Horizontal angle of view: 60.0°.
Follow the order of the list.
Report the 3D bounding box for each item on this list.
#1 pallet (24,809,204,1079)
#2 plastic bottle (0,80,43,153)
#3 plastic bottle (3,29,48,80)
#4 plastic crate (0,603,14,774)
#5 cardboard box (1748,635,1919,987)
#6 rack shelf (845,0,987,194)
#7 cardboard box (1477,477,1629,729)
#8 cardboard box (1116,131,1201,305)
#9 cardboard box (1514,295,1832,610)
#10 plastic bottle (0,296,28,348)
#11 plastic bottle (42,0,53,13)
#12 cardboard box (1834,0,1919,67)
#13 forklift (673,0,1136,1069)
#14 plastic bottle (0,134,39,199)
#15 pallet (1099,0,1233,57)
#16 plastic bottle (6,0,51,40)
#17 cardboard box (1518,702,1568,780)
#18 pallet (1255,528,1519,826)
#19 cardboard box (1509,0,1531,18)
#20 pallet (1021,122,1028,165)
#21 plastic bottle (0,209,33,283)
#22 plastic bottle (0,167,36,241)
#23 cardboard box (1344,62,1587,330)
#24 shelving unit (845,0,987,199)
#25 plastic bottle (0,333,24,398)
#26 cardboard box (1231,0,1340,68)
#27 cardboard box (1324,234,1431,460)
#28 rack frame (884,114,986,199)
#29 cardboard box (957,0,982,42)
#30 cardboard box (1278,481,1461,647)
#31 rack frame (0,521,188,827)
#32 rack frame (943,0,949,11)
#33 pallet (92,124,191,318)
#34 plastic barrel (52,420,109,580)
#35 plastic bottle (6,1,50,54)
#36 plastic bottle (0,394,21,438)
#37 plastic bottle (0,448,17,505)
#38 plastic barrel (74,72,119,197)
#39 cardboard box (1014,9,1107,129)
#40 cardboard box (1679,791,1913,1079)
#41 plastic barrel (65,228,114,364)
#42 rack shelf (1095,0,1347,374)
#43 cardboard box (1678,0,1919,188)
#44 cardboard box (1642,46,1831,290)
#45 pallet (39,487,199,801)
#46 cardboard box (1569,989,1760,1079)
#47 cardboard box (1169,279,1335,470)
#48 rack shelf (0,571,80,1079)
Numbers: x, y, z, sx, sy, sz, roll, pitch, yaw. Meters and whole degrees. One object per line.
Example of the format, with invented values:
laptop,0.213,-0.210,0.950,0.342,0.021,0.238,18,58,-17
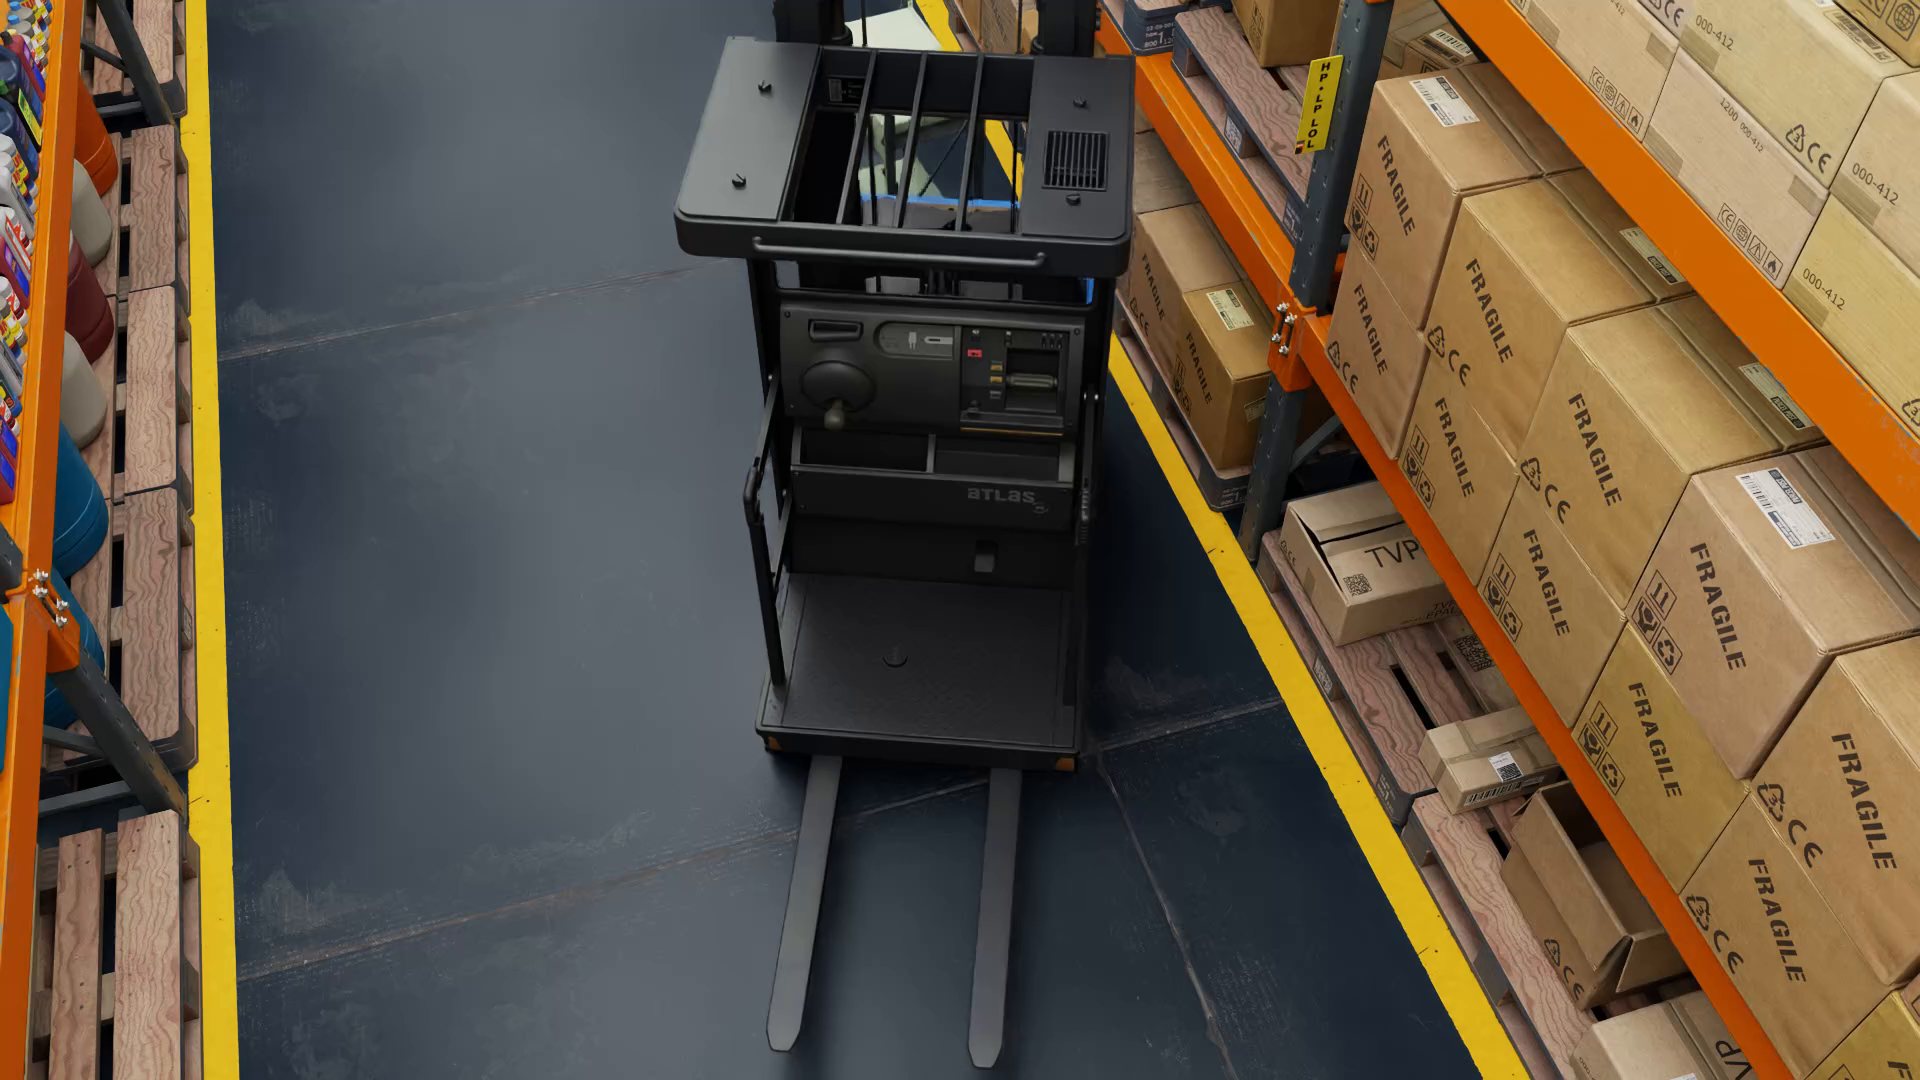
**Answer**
pallet,-2.894,1.511,5.128,1.003,0.211,1.213,-13,51,-11
plastic bottle,-3.372,-1.534,5.947,0.061,0.283,0.133,-13,51,-11
plastic bottle,-3.518,-1.820,6.242,0.097,0.201,0.097,0,50,0
plastic crate,-2.685,0.333,4.268,0.392,0.384,0.575,-13,51,-11
cardboard box,2.065,0.524,3.416,0.500,0.500,0.500,-12,51,-10
rack shelf,-0.237,-1.723,6.501,0.431,0.370,0.720,-19,52,-15
cardboard box,1.775,0.107,4.422,0.500,0.500,0.500,-14,51,-11
cardboard box,0.879,-1.394,7.101,0.500,0.500,0.500,-13,51,-11
cardboard box,1.759,-0.228,4.051,0.500,0.500,0.500,-15,51,-12
plastic bottle,-3.067,-0.706,5.303,0.097,0.201,0.097,0,50,0
plastic bottle,-3.662,-2.198,6.515,0.097,0.271,0.097,0,50,0
cardboard box,1.931,-1.247,2.948,0.700,0.500,0.500,-13,51,-11
forklift,-0.104,-0.410,4.968,1.130,2.935,3.031,4,50,3
plastic bottle,-3.301,-1.307,5.763,0.097,0.271,0.097,0,50,0
pallet,0.981,-2.474,6.789,1.003,0.211,1.213,-13,51,-11
plastic bottle,-3.604,-2.056,6.395,0.097,0.271,0.097,0,50,0
cardboard box,2.246,0.591,5.550,0.500,0.311,0.500,-13,51,-11
pallet,1.787,0.367,6.092,1.003,0.211,1.213,-13,51,-11
cardboard box,1.492,-1.541,4.013,0.500,0.250,0.500,-13,51,-11
pallet,0.943,-1.613,7.761,1.003,0.211,1.213,-13,51,-11
plastic bottle,-3.195,-0.977,5.482,0.152,0.276,0.135,-13,51,-11
plastic bottle,-3.264,-1.146,5.625,0.152,0.276,0.135,-13,51,-11
cardboard box,1.455,-0.980,4.685,0.500,0.500,0.500,-12,51,-10
shelving unit,-0.237,-1.472,6.799,0.431,1.500,0.755,-19,52,-15
plastic bottle,-3.030,-0.568,5.138,0.152,0.276,0.135,-13,51,-11
cardboard box,1.394,-2.086,5.996,0.700,0.500,0.500,-6,50,-5
cardboard box,1.475,-0.632,5.045,0.500,0.500,0.500,-12,51,-10
rack frame,-0.090,-1.215,6.583,0.400,1.500,0.023,-19,52,-15
cardboard box,0.263,-2.894,8.365,0.500,0.500,0.500,-11,51,-9
cardboard box,1.502,0.047,6.009,0.500,0.311,0.500,-13,51,-11
rack frame,-3.149,0.084,4.507,1.000,3.000,0.127,-13,51,-11
rack frame,0.401,-3.955,7.912,1.000,3.000,0.127,-13,51,-11
pallet,-4.059,-1.373,7.559,1.003,0.211,1.213,-13,51,-11
plastic barrel,-3.503,-0.294,5.923,0.600,0.901,0.708,-13,51,-11
plastic bottle,-3.575,-1.962,6.362,0.097,0.201,0.097,0,50,0
plastic bottle,-2.941,-0.394,5.040,0.097,0.201,0.097,0,50,0
plastic bottle,-2.849,-0.243,4.859,0.061,0.283,0.133,-13,51,-11
plastic barrel,-4.171,-1.920,7.341,0.600,0.830,0.708,-13,51,-11
cardboard box,0.567,-2.145,7.734,0.500,0.500,0.500,-14,51,-11
cardboard box,2.076,0.846,3.799,0.500,0.500,0.500,-13,51,-11
plastic barrel,-3.837,-1.018,6.738,0.600,0.588,0.708,-13,51,-11
rack shelf,0.993,-2.262,6.956,1.077,0.370,4.000,-13,51,-11
cardboard box,1.777,-0.969,3.204,0.500,0.250,0.500,-13,51,-11
cardboard box,1.782,-0.809,3.396,0.500,0.250,0.500,-13,51,-11
pallet,-3.337,0.410,6.056,1.003,0.211,1.213,-13,51,-11
cardboard box,2.119,1.590,4.748,0.500,0.250,0.500,-13,51,-11
cardboard box,1.165,-0.665,6.486,0.500,0.500,0.500,-14,51,-11
rack shelf,-2.557,1.776,3.551,1.077,0.370,4.000,-13,51,-11
